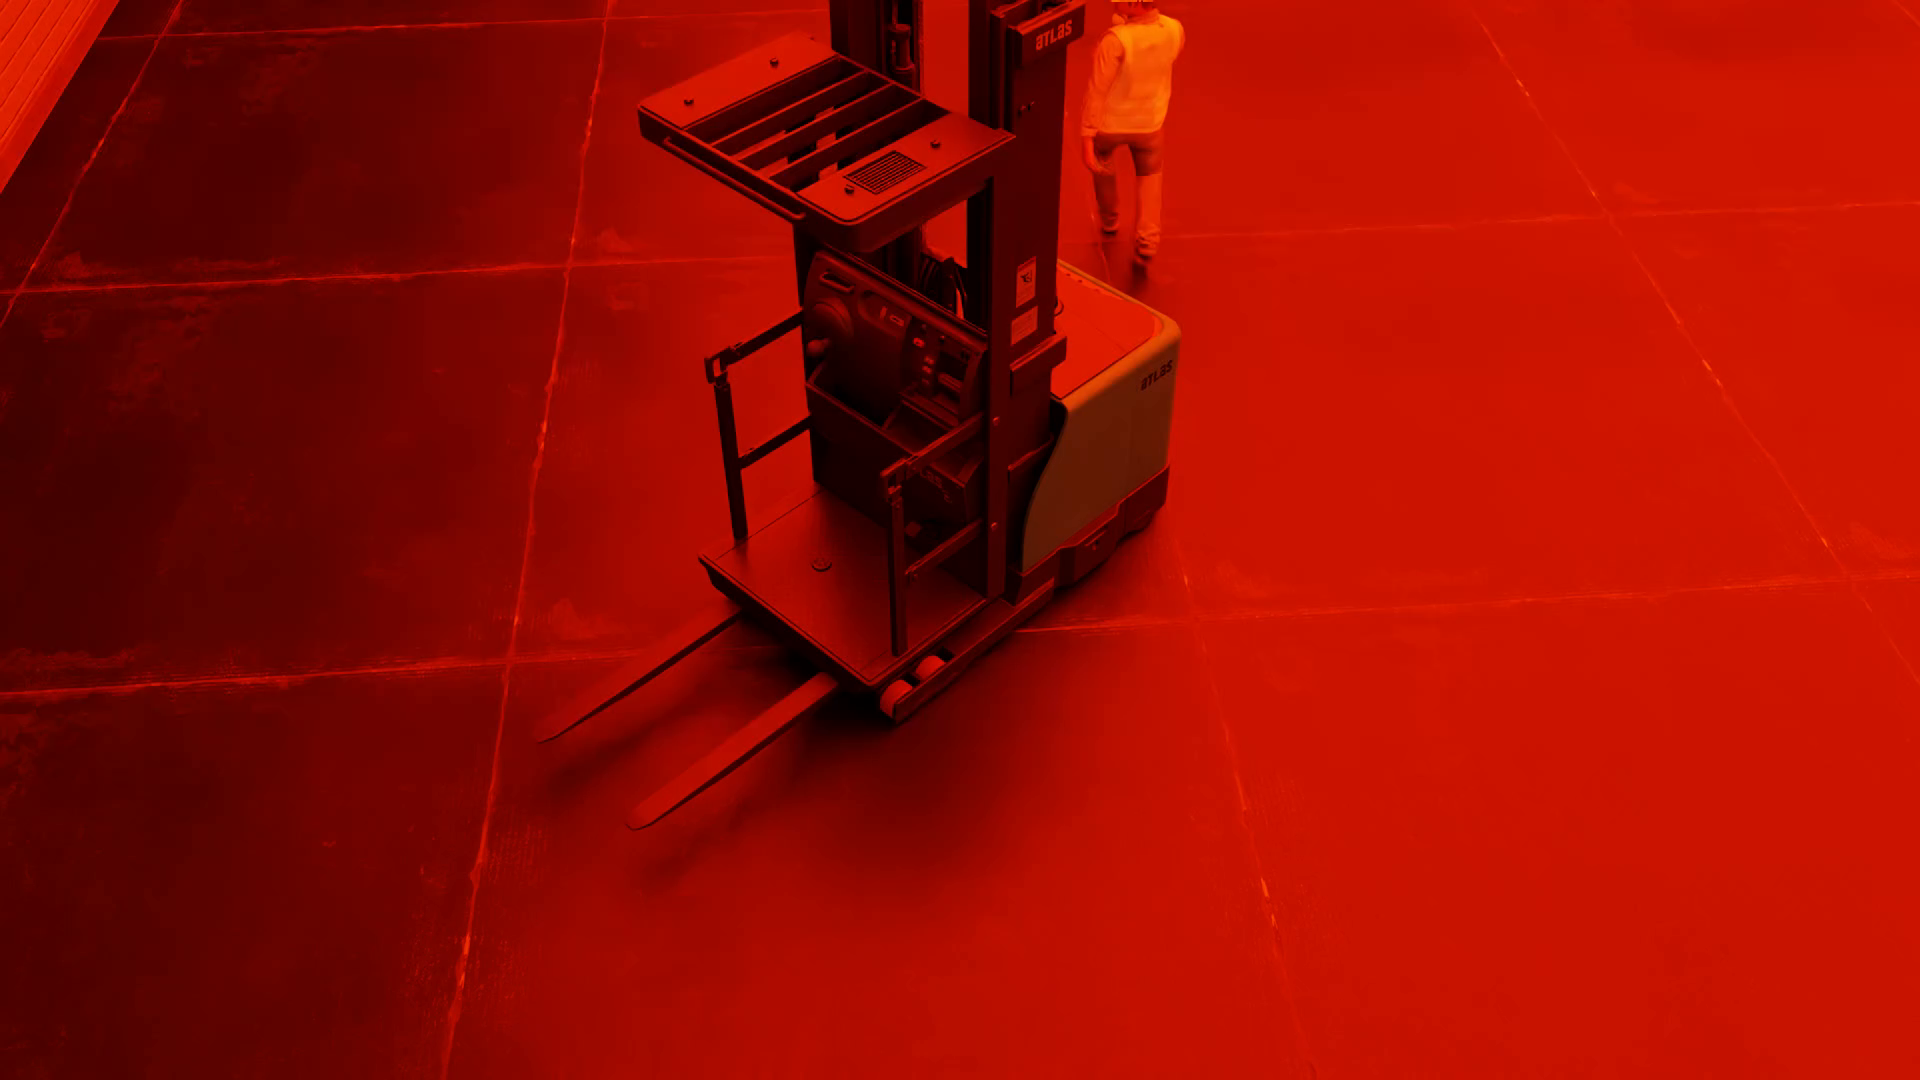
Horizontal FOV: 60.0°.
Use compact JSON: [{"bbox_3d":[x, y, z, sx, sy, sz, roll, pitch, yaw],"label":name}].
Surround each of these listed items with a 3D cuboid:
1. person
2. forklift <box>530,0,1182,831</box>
[{"bbox_3d":[0.888,-2.292,8.919,0.582,1.692,0.824,-4,44,-4],"label":"person"},{"bbox_3d":[-0.415,-0.713,6.356,1.130,2.935,3.031,34,53,30],"label":"forklift"}]
